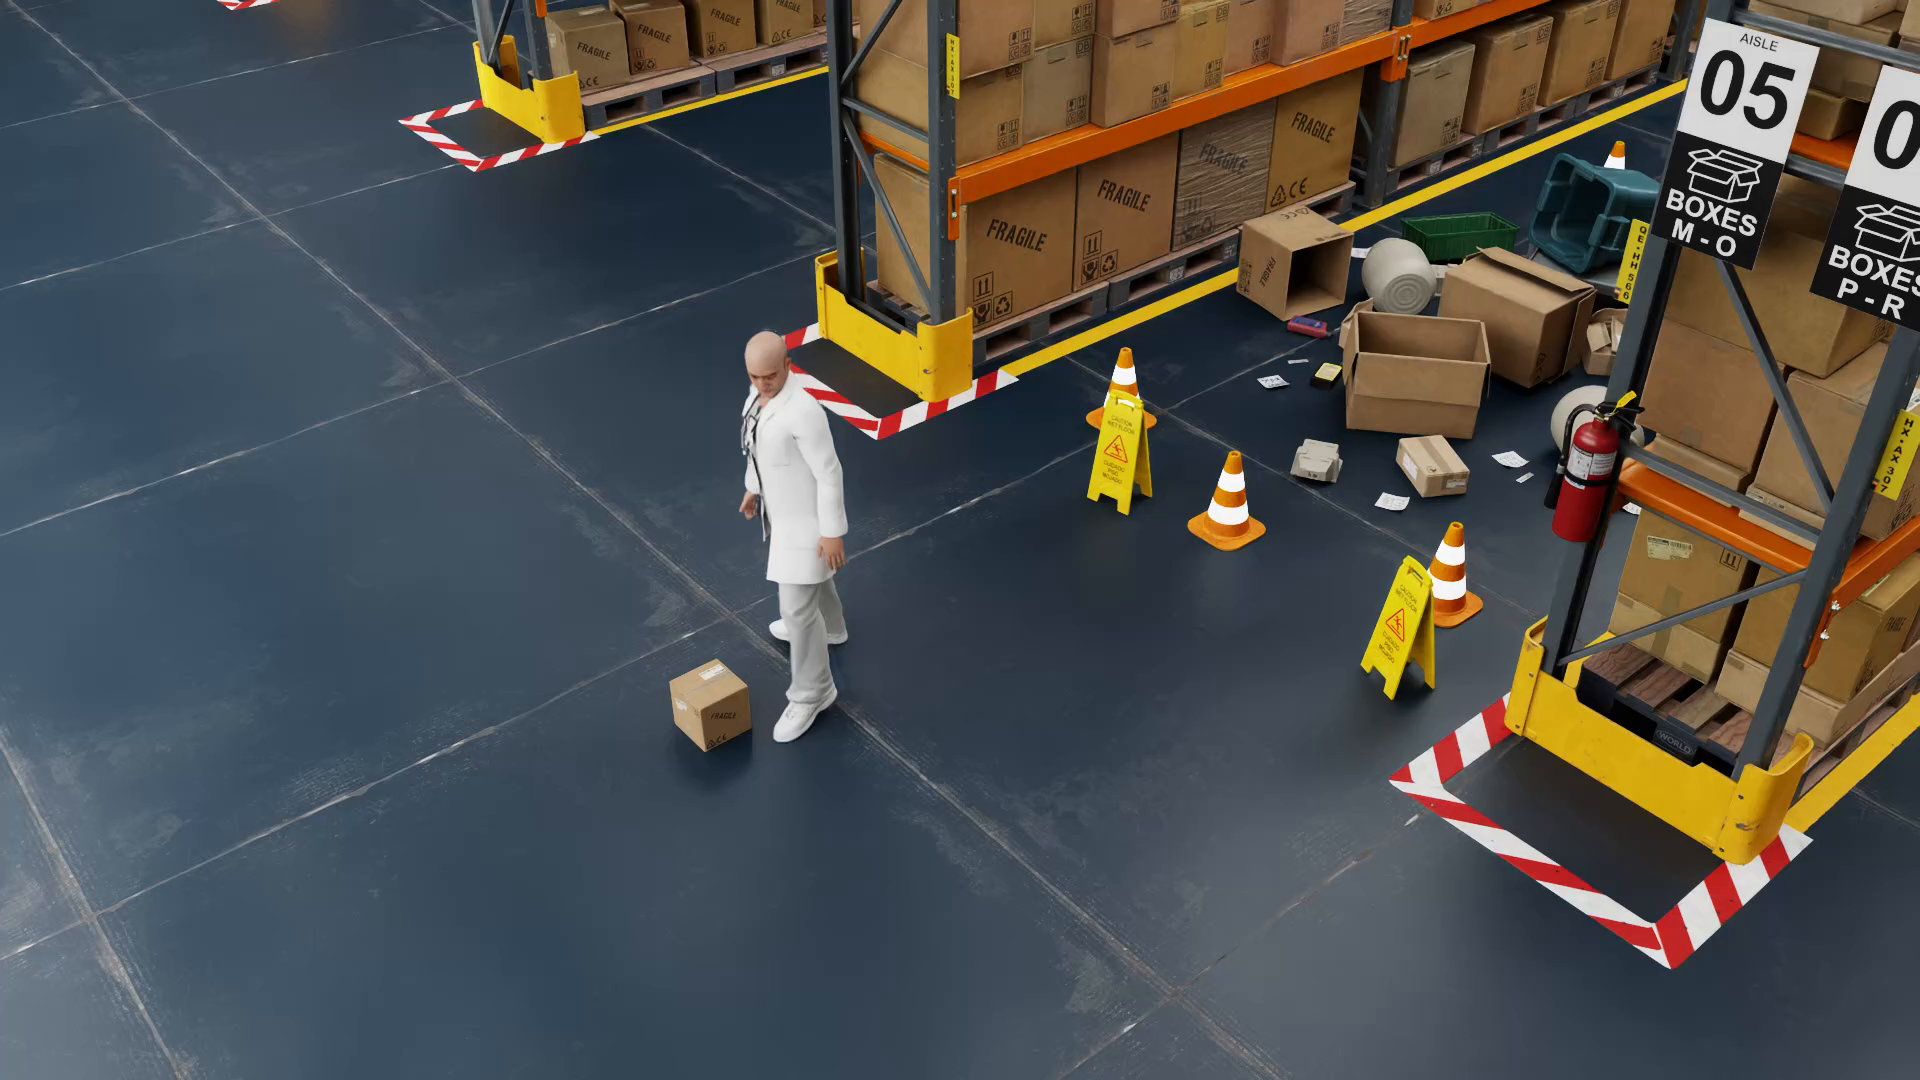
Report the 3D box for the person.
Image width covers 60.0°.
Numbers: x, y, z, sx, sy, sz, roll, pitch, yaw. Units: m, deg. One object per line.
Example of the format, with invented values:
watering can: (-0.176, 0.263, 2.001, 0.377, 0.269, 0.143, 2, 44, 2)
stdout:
person: (-0.710, -0.080, 7.199, 0.531, 1.798, 0.773, -13, 37, -18)
